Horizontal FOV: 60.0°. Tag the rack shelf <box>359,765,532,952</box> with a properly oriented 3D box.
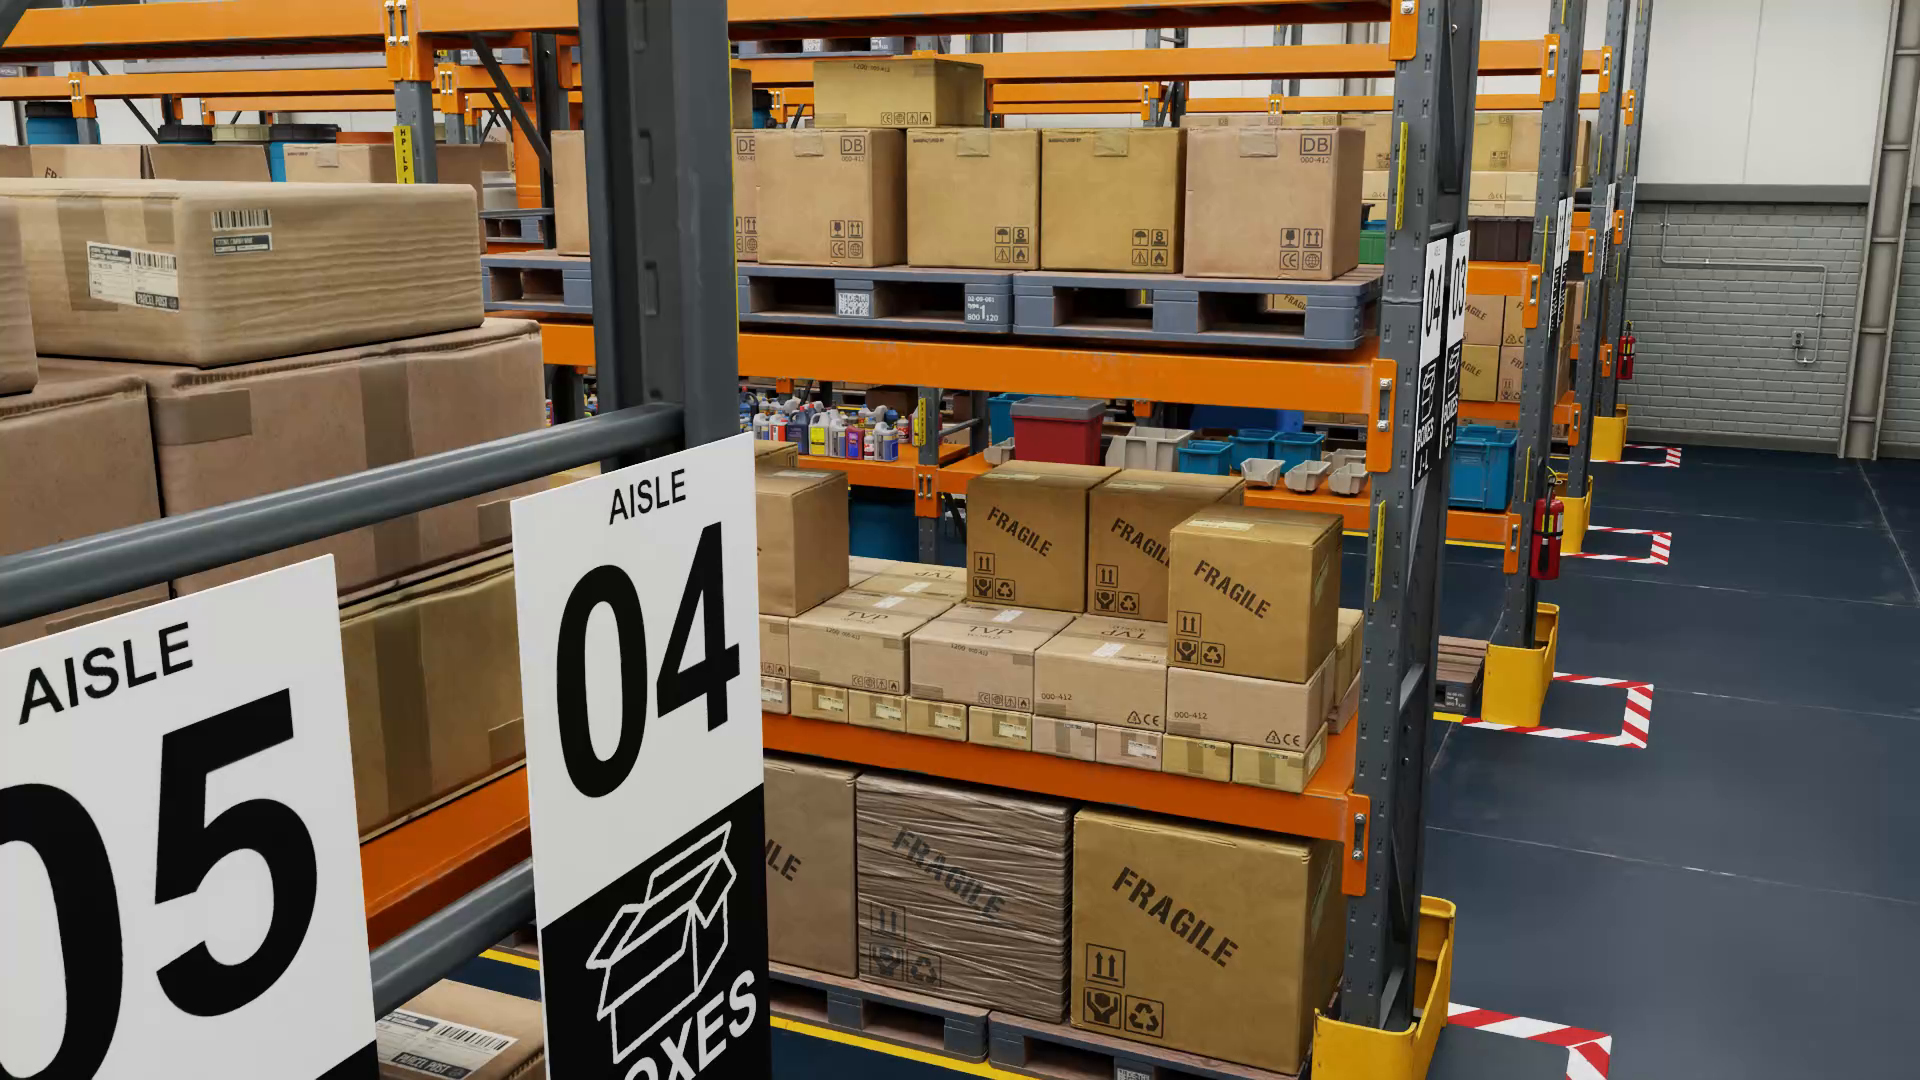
[{"bbox_3d":[-2.317,0.336,2.261,4.000,0.370,1.077,6,14,23],"label":"rack shelf"}]

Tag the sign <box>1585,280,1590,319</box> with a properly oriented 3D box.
[{"bbox_3d":[5.386,-2.068,14.270,0.005,0.325,0.100,6,14,23],"label":"sign"}]

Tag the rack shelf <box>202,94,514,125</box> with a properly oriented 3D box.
[{"bbox_3d":[-7.171,-5.135,19.887,4.000,0.370,1.077,6,14,23],"label":"rack shelf"}]

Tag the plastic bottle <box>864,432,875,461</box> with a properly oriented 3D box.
[{"bbox_3d":[-0.646,-0.677,12.006,0.097,0.201,0.097,0,13,0],"label":"plastic bottle"}]

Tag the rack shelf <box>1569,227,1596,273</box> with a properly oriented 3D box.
[{"bbox_3d":[3.801,-2.759,15.452,4.000,0.370,1.077,6,14,23],"label":"rack shelf"}]

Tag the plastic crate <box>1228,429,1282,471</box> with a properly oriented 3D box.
[{"bbox_3d":[2.049,-0.619,11.557,0.300,0.233,0.416,6,14,23],"label":"plastic crate"}]

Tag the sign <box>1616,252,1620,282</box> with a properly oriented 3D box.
[{"bbox_3d":[7.400,-3.066,18.698,0.005,0.325,0.100,6,14,23],"label":"sign"}]

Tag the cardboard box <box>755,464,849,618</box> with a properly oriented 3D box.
[{"bbox_3d":[-0.785,-0.010,6.764,0.500,0.500,0.500,5,14,21],"label":"cardboard box"}]

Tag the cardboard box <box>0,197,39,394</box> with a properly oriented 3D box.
[{"bbox_3d":[-0.911,-0.163,1.174,0.250,0.149,0.380,6,14,23],"label":"cardboard box"}]

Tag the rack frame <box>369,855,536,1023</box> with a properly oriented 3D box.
[{"bbox_3d":[-0.488,1.631,1.733,0.127,3.000,1.000,6,14,23],"label":"rack frame"}]

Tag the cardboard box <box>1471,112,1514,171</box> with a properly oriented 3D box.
[{"bbox_3d":[4.730,-3.568,14.916,0.500,0.500,0.700,6,14,23],"label":"cardboard box"}]

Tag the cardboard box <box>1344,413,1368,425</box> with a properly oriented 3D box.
[{"bbox_3d":[5.075,-1.719,20.563,0.500,0.500,0.700,6,14,23],"label":"cardboard box"}]

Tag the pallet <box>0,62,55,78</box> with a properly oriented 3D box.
[{"bbox_3d":[-9.237,-4.357,15.411,1.213,0.211,1.003,6,14,23],"label":"pallet"}]

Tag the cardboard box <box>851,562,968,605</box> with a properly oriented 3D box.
[{"bbox_3d":[-0.131,0.291,7.122,0.500,0.250,0.500,5,14,22],"label":"cardboard box"}]

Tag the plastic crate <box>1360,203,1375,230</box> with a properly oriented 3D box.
[{"bbox_3d":[2.334,-2.059,11.028,0.767,0.338,0.504,6,14,23],"label":"plastic crate"}]

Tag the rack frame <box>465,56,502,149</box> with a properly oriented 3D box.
[{"bbox_3d":[-5.342,-5.495,18.971,0.127,3.000,1.000,6,14,23],"label":"rack frame"}]

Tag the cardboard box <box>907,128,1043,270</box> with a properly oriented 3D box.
[{"bbox_3d":[0.158,-1.310,6.342,0.500,0.500,0.700,5,14,19],"label":"cardboard box"}]

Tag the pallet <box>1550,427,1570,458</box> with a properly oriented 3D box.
[{"bbox_3d":[6.869,-1.199,19.899,1.213,0.211,1.003,6,14,23],"label":"pallet"}]

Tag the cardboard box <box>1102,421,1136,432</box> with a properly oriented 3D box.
[{"bbox_3d":[1.628,-0.927,17.145,0.500,0.500,0.500,5,14,21],"label":"cardboard box"}]

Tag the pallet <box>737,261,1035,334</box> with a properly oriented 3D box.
[{"bbox_3d":[-0.189,-0.992,6.538,1.213,0.211,1.003,6,14,23],"label":"pallet"}]

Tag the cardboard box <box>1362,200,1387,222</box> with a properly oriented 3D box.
[{"bbox_3d":[3.687,-2.986,15.171,0.500,0.250,0.500,6,14,23],"label":"cardboard box"}]

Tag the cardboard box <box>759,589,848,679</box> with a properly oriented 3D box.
[{"bbox_3d":[-0.792,0.355,6.850,0.500,0.250,0.500,6,15,25],"label":"cardboard box"}]

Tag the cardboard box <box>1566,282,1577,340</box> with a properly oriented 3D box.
[{"bbox_3d":[5.330,-2.096,15.208,0.500,0.500,0.500,6,15,25],"label":"cardboard box"}]

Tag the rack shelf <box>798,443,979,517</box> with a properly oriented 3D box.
[{"bbox_3d":[-1.866,-0.635,12.965,4.000,0.370,1.077,6,14,23],"label":"rack shelf"}]

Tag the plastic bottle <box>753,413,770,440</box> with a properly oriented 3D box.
[{"bbox_3d":[-1.447,-0.802,12.372,0.135,0.276,0.152,6,14,23],"label":"plastic bottle"}]

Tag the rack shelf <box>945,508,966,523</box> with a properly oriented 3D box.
[{"bbox_3d":[0.007,-0.230,15.193,0.200,0.077,0.258,6,14,23],"label":"rack shelf"}]

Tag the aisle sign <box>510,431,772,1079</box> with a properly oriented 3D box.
[{"bbox_3d":[-0.300,0.310,1.674,0.004,0.787,0.394,6,14,23],"label":"aisle sign"}]

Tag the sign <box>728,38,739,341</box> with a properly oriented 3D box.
[{"bbox_3d":[-0.268,-0.368,1.773,0.005,0.325,0.100,6,14,23],"label":"sign"}]

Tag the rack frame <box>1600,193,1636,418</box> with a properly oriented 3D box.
[{"bbox_3d":[7.632,-2.499,19.335,0.127,3.000,1.000,6,14,23],"label":"rack frame"}]

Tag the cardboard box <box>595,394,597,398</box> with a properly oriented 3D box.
[{"bbox_3d":[-4.136,-1.528,19.068,0.500,0.311,0.500,5,14,21],"label":"cardboard box"}]

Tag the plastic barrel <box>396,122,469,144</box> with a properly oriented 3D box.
[{"bbox_3d":[-4.358,-2.996,13.788,0.600,0.901,0.600,0,13,0],"label":"plastic barrel"}]

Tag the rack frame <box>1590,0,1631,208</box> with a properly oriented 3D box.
[{"bbox_3d":[5.629,-4.385,14.239,0.127,3.000,1.000,6,14,23],"label":"rack frame"}]

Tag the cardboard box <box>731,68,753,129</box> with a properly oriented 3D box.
[{"bbox_3d":[-1.187,-1.805,6.809,0.500,0.250,0.500,5,14,20],"label":"cardboard box"}]

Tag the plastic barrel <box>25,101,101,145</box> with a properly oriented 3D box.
[{"bbox_3d":[-8.219,-3.564,15.288,0.708,0.901,0.600,6,14,23],"label":"plastic barrel"}]

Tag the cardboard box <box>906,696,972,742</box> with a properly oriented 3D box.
[{"bbox_3d":[-0.017,0.645,6.487,0.250,0.149,0.380,6,14,23],"label":"cardboard box"}]

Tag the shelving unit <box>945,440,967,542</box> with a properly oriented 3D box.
[{"bbox_3d":[0.007,-0.437,15.144,0.210,0.900,0.258,6,14,23],"label":"shelving unit"}]

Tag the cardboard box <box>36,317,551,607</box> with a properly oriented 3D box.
[{"bbox_3d":[-0.793,-0.095,1.758,0.500,0.250,0.500,6,14,24],"label":"cardboard box"}]

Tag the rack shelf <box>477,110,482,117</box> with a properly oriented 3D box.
[{"bbox_3d":[-5.168,-6.364,24.253,4.000,0.370,1.077,6,14,23],"label":"rack shelf"}]

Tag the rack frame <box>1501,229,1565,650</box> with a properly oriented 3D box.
[{"bbox_3d":[3.619,-0.430,10.517,0.127,3.000,1.000,6,14,23],"label":"rack frame"}]

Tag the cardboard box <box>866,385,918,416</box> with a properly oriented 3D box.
[{"bbox_3d":[-0.682,-1.525,18.050,0.500,0.250,0.500,6,15,25],"label":"cardboard box"}]

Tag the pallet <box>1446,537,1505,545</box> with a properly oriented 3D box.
[{"bbox_3d":[-17.965,-4.455,21.102,48.037,5.999,7.867,6,14,23],"label":"pallet"}]

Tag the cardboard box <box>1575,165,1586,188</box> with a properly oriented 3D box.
[{"bbox_3d":[6.855,-4.152,19.003,0.500,0.250,0.500,6,15,25],"label":"cardboard box"}]

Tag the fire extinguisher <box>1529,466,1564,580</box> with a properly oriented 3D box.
[{"bbox_3d":[3.573,-0.102,10.104,0.183,0.674,0.296,6,14,23],"label":"fire extinguisher"}]

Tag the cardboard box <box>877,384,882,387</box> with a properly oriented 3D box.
[{"bbox_3d":[-0.785,-2.364,23.269,0.500,0.500,0.700,6,14,23],"label":"cardboard box"}]

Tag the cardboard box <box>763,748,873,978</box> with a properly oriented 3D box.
[{"bbox_3d":[-0.650,1.225,7.194,0.875,0.875,0.875,6,14,23],"label":"cardboard box"}]

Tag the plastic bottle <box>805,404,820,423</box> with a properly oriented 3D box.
[{"bbox_3d":[-1.121,-0.840,12.372,0.185,0.351,0.144,6,14,23],"label":"plastic bottle"}]

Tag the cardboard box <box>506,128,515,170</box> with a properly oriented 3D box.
[{"bbox_3d":[-4.794,-4.466,18.919,0.507,0.500,0.507,6,15,25],"label":"cardboard box"}]

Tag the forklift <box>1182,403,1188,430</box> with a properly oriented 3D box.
[{"bbox_3d":[1.476,-2.746,20.538,6.019,2.935,3.258,6,15,25],"label":"forklift"}]

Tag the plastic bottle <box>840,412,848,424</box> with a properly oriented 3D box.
[{"bbox_3d":[-0.914,-0.894,12.929,0.097,0.201,0.097,0,13,0],"label":"plastic bottle"}]

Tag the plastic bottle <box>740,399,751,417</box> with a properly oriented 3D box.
[{"bbox_3d":[-1.697,-0.971,13.105,0.098,0.271,0.098,0,13,0],"label":"plastic bottle"}]

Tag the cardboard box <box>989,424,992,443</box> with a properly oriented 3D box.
[{"bbox_3d":[0.498,-0.911,17.077,0.500,0.500,0.500,6,14,24],"label":"cardboard box"}]

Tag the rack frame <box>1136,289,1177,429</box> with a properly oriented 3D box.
[{"bbox_3d":[1.972,-1.834,16.502,0.127,3.000,1.000,6,14,23],"label":"rack frame"}]

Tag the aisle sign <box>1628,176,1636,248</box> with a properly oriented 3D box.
[{"bbox_3d":[7.576,-3.696,18.743,0.004,0.787,0.394,6,14,23],"label":"aisle sign"}]

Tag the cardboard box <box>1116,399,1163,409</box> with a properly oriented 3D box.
[{"bbox_3d":[2.514,-2.142,21.598,0.750,0.750,0.750,6,15,25],"label":"cardboard box"}]
